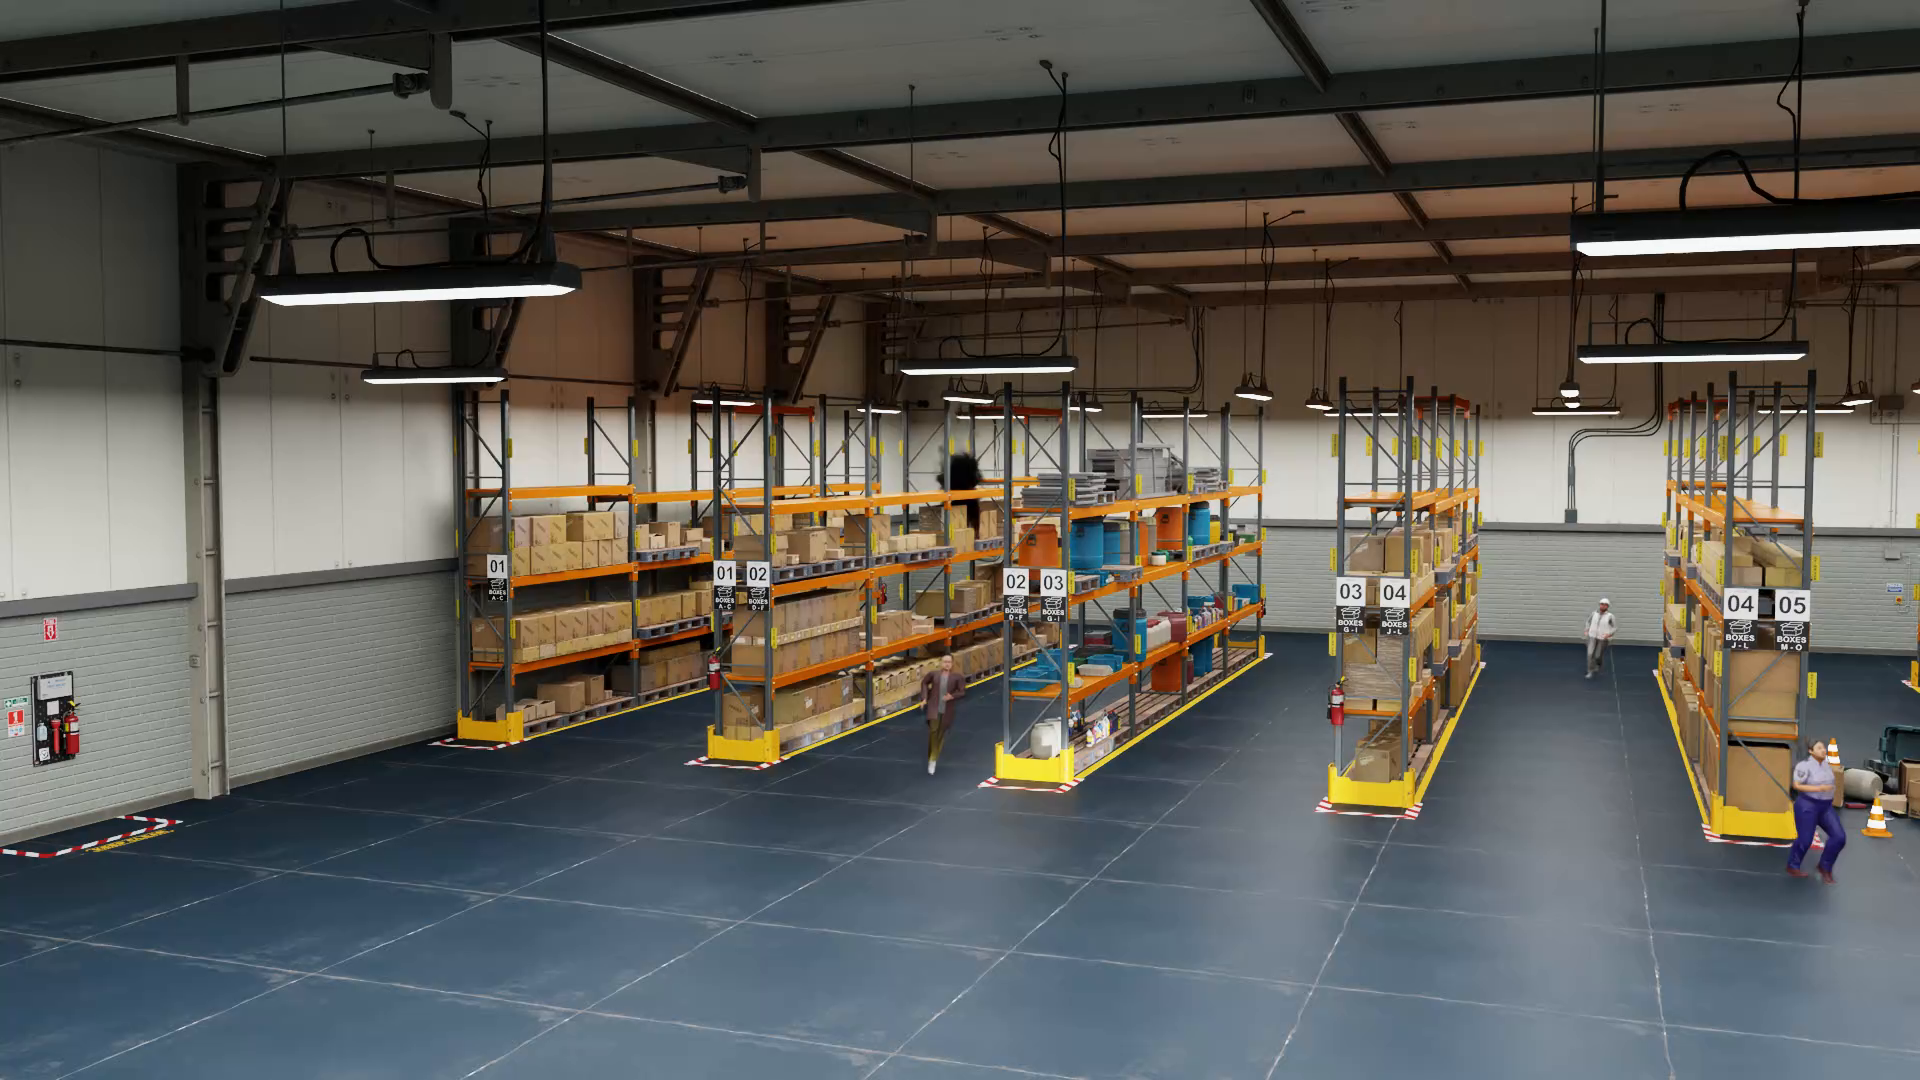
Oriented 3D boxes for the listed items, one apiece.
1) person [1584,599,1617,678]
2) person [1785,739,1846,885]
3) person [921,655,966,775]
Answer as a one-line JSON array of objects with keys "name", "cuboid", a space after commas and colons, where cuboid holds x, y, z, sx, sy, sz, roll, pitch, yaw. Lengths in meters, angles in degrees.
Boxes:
[{"name": "person", "cuboid": [13.995, 2.156, 36.380, 0.708, 1.738, 0.662, 3, 4, 39]}, {"name": "person", "cuboid": [9.861, 3.141, 19.158, 0.605, 1.696, 0.641, -1, 3, -17]}, {"name": "person", "cuboid": [-0.256, 2.689, 25.896, 0.689, 1.784, 0.868, 0, 3, -4]}]
